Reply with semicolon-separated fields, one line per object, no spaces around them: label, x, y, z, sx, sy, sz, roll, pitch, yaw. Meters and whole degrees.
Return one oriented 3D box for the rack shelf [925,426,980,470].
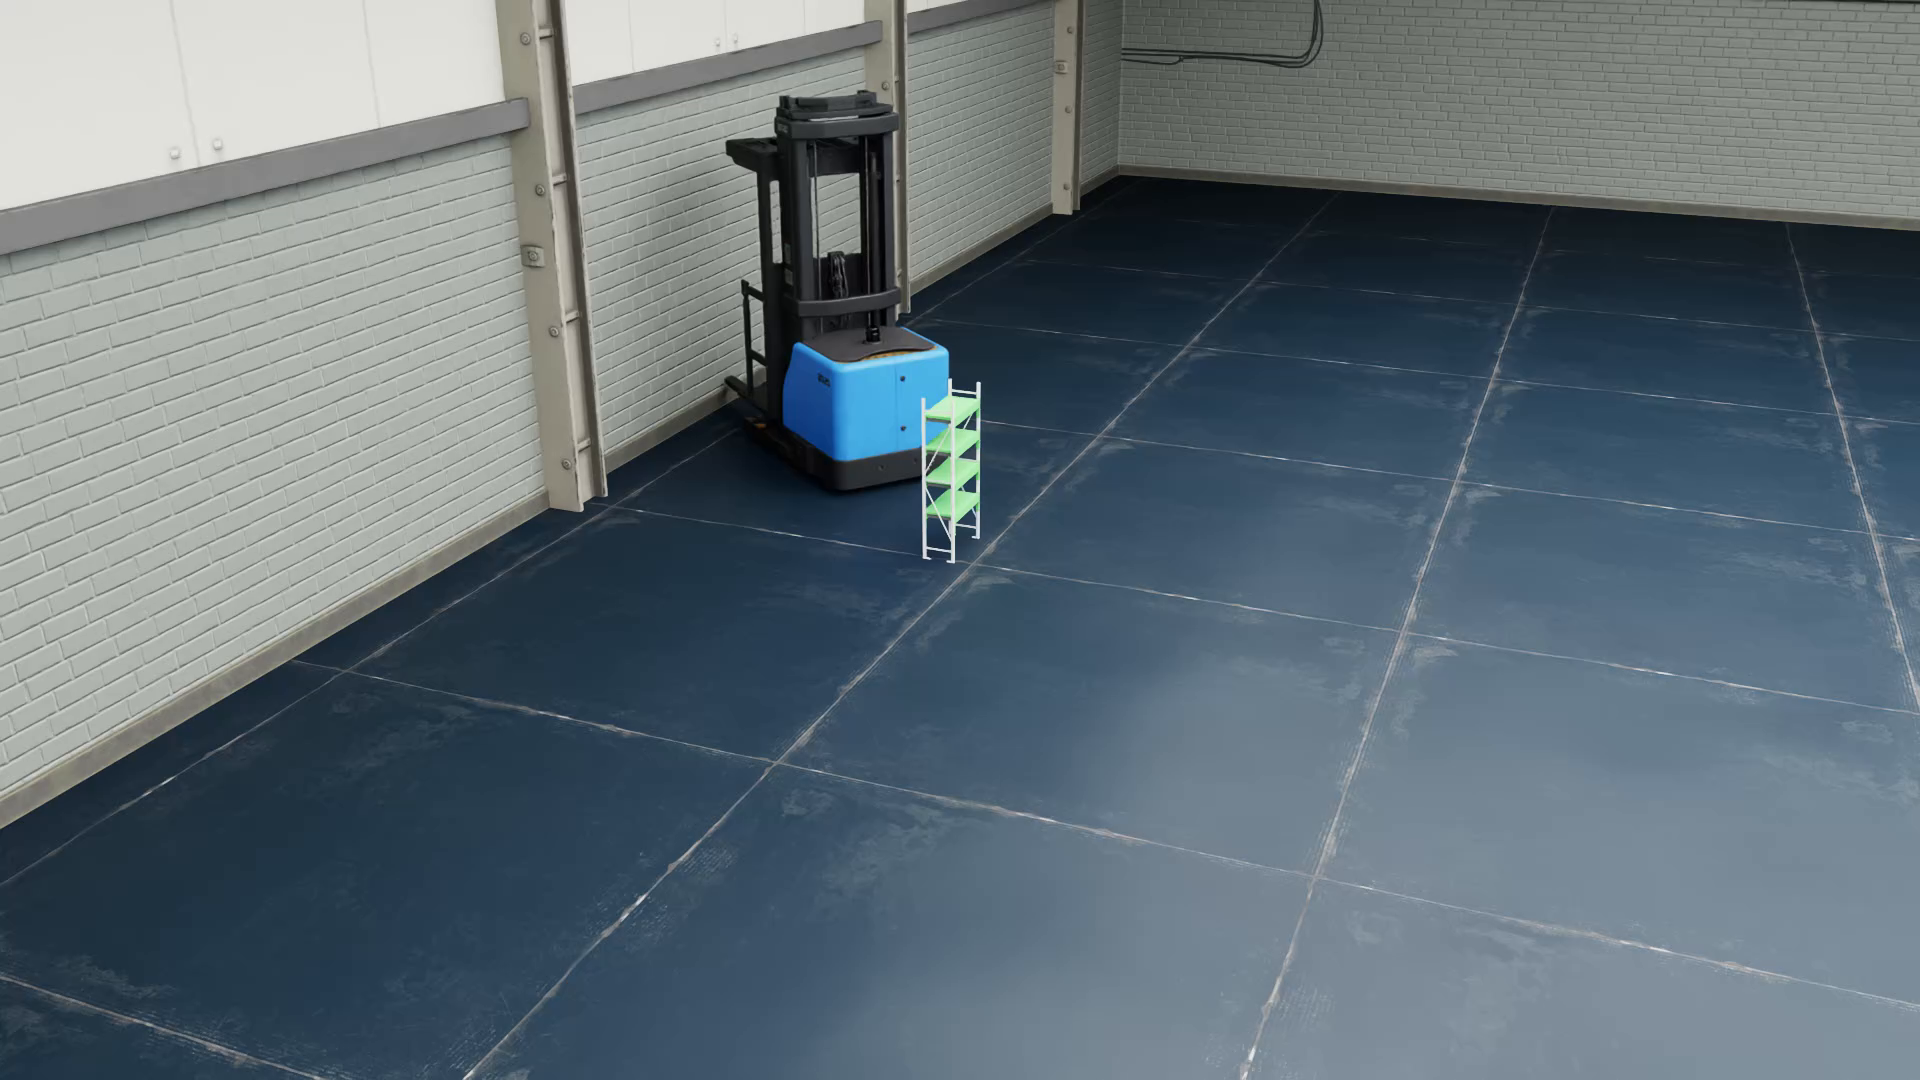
rack shelf;-0.061;-0.657;11.809;0.258;0.148;0.480;9;24;20

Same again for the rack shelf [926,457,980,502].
rack shelf;-0.061;-0.435;11.902;0.258;0.148;0.480;9;24;20

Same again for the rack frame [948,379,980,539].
rack frame;0.029;-0.582;12.086;0.240;1.200;0.015;9;24;20

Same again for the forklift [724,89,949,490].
forklift;-1.234;-2.266;13.872;1.130;2.935;3.031;-12;26;-27

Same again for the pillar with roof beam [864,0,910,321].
pillar with roof beam;3.240;-5.989;14.912;9.100;9.000;0.400;9;24;20

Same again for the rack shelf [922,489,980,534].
rack shelf;-0.061;-0.214;11.994;0.258;0.148;0.480;9;24;20

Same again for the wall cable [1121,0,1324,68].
wall cable;3.793;-8.184;24.197;3.097;2.526;0.112;9;24;20

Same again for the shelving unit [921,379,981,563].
shelving unit;-0.061;-0.494;11.877;0.258;1.200;0.503;9;24;20

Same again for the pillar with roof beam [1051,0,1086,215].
pillar with roof beam;5.468;-8.136;20.052;9.100;9.000;0.400;9;24;20

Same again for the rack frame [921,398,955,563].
rack frame;-0.152;-0.407;11.668;0.240;1.200;0.015;9;24;20

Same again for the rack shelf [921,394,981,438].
rack shelf;-0.061;-0.878;11.717;0.258;0.148;0.480;9;24;20

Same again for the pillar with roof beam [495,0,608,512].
pillar with roof beam;1.011;-3.842;9.772;9.100;9.000;0.400;9;24;20
